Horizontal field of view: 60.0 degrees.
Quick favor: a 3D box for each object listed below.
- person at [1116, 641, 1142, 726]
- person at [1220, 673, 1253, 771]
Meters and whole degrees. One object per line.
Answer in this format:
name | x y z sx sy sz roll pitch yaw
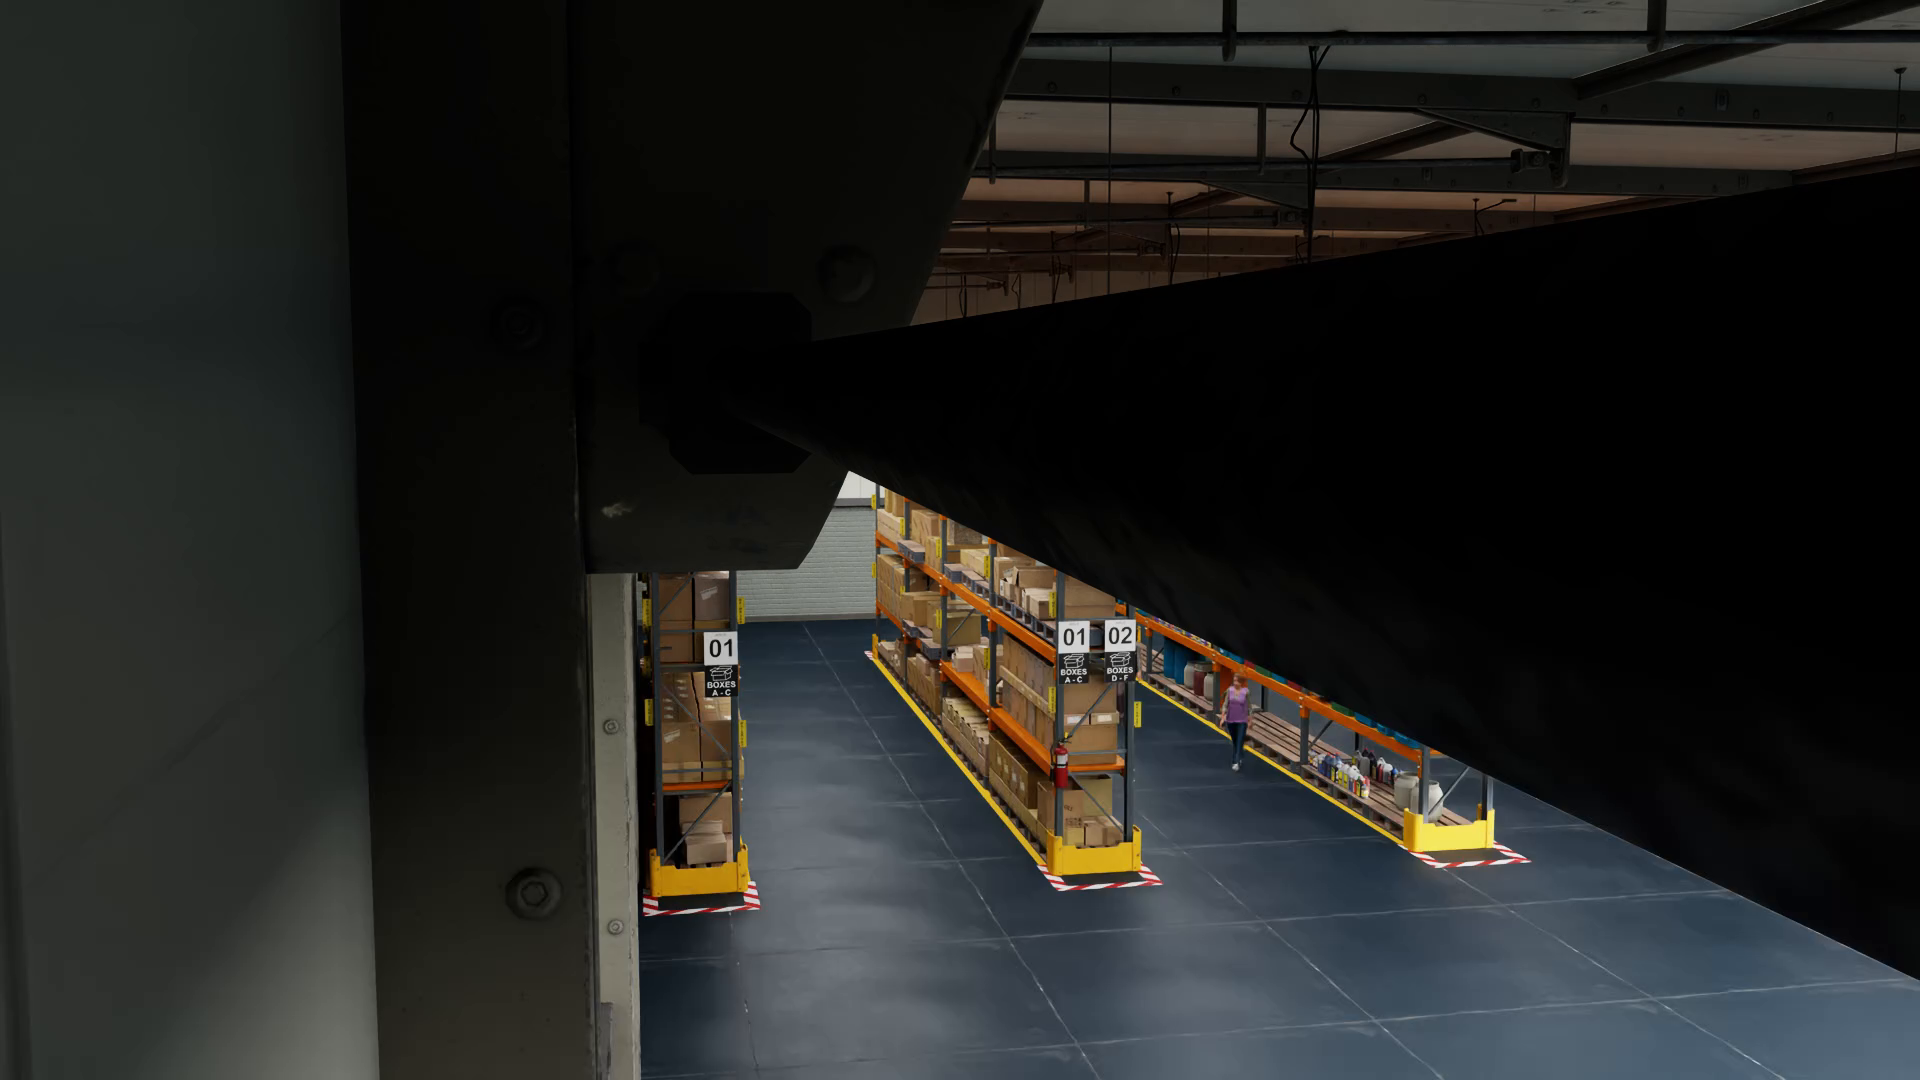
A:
person | 2.976 2.432 29.797 0.578 1.764 0.573 0 6 -3
person | 4.338 2.861 26.196 0.446 1.538 0.994 3 7 30
